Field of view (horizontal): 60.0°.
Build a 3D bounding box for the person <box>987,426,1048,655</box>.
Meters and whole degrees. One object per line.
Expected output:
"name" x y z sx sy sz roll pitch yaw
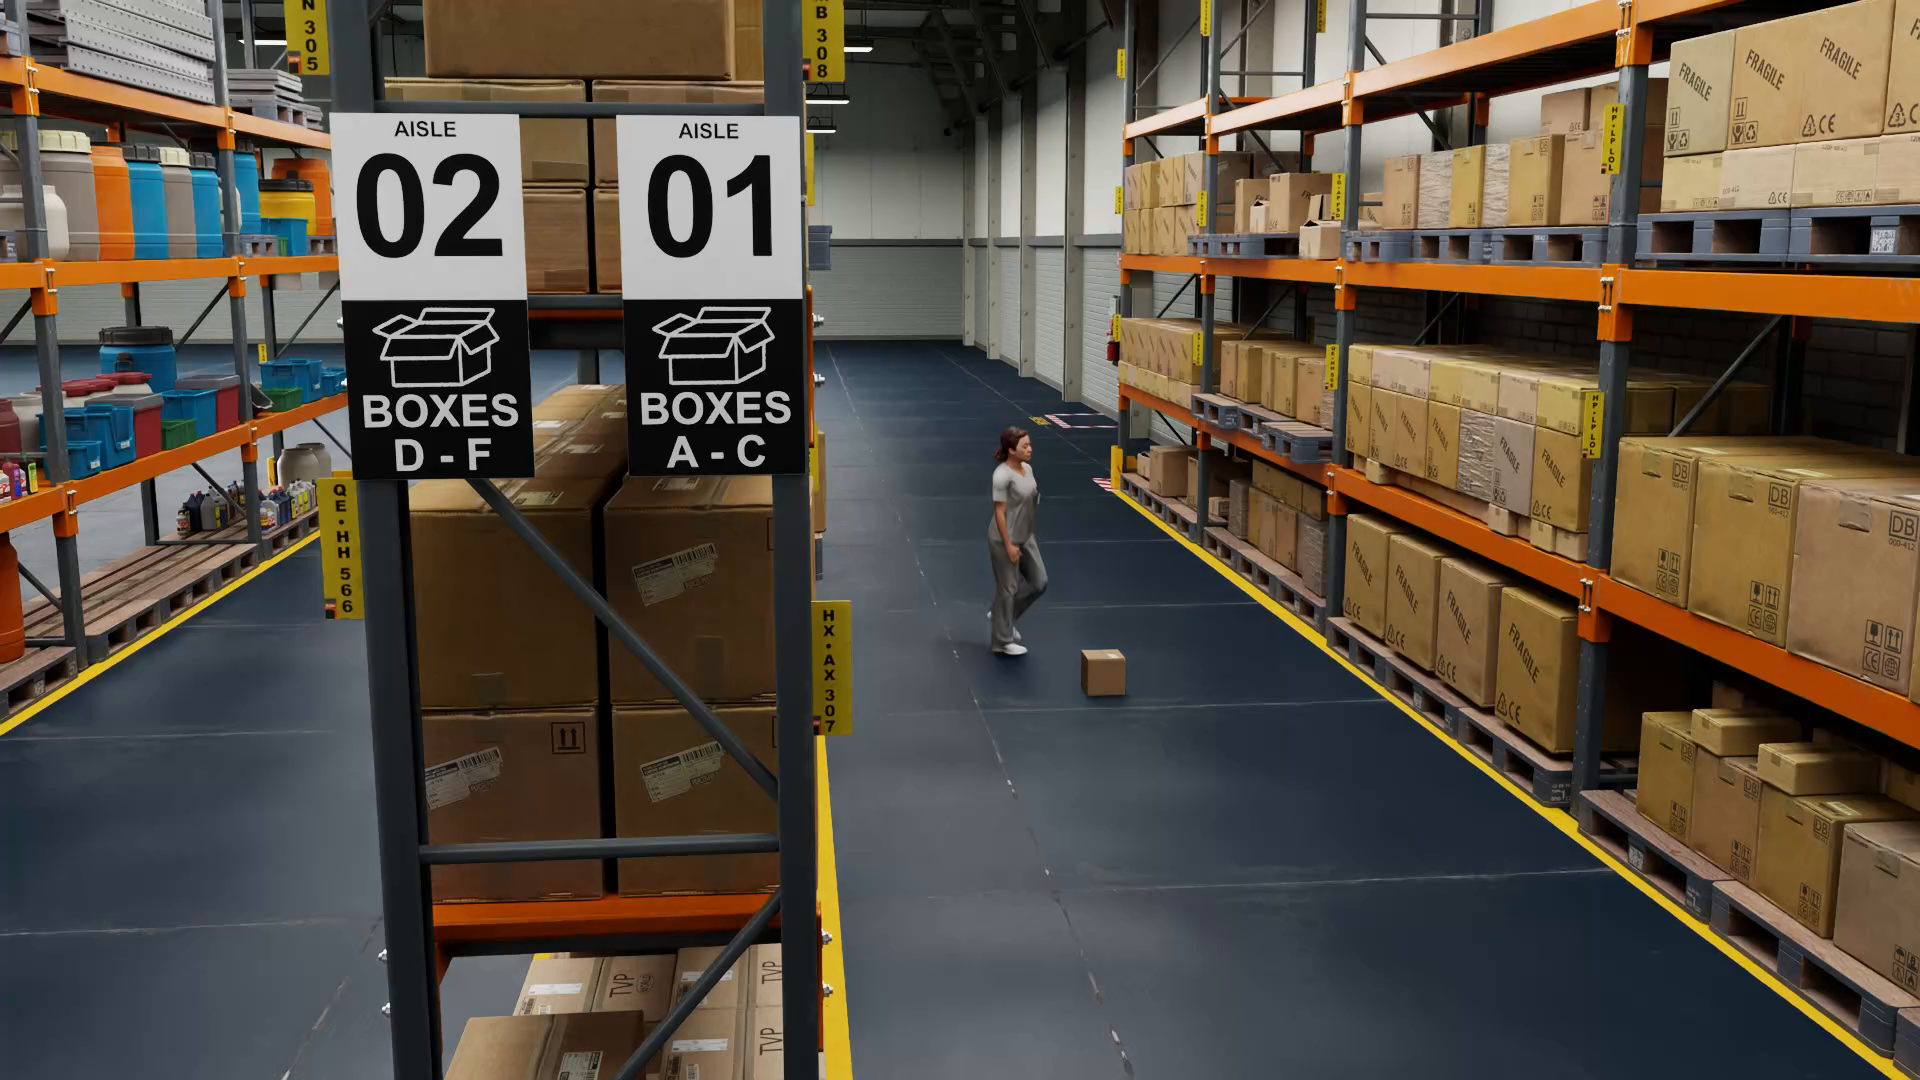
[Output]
"person" 0.334 -0.002 11.862 0.495 1.650 0.519 7 12 35
